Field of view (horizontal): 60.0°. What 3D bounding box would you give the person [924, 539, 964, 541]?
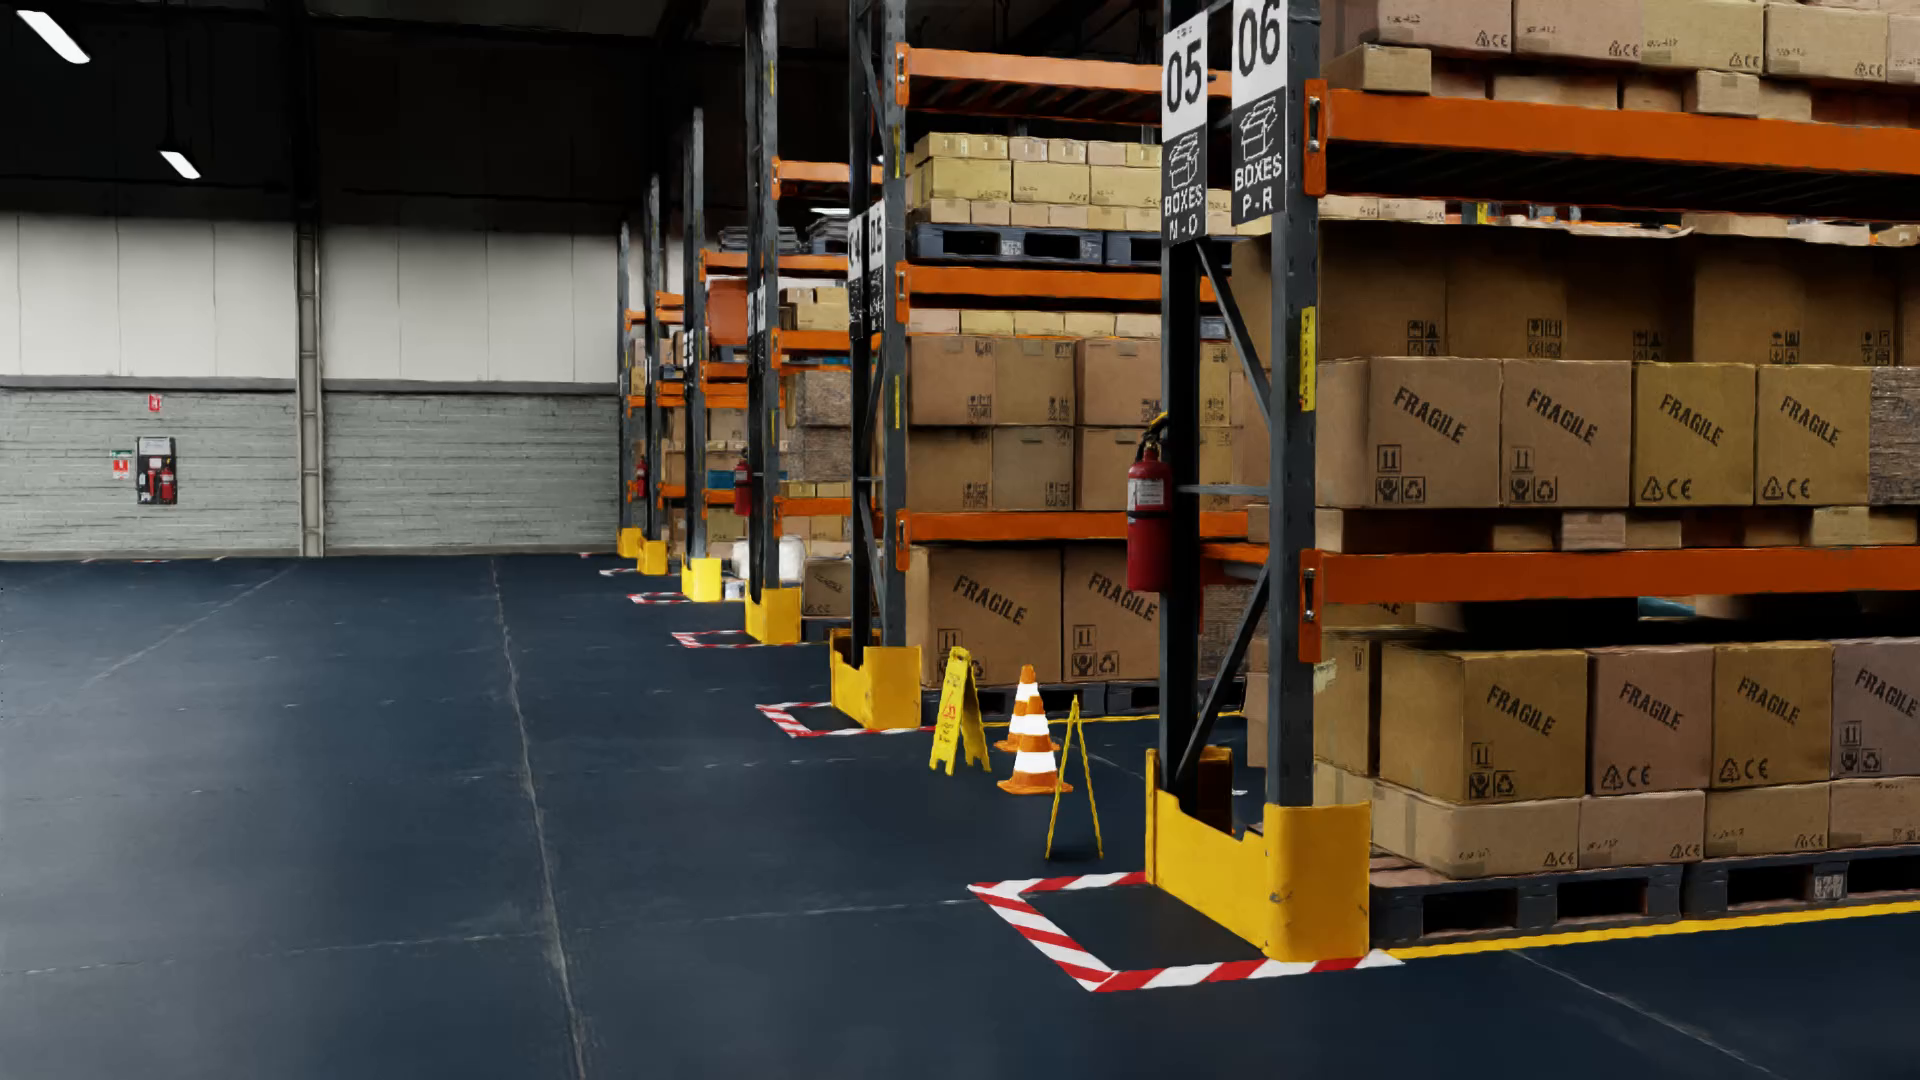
[{"bbox_3d":[-0.165,-0.088,17.345,0.603,1.772,0.721,-1,3,-25],"label":"person"}]
